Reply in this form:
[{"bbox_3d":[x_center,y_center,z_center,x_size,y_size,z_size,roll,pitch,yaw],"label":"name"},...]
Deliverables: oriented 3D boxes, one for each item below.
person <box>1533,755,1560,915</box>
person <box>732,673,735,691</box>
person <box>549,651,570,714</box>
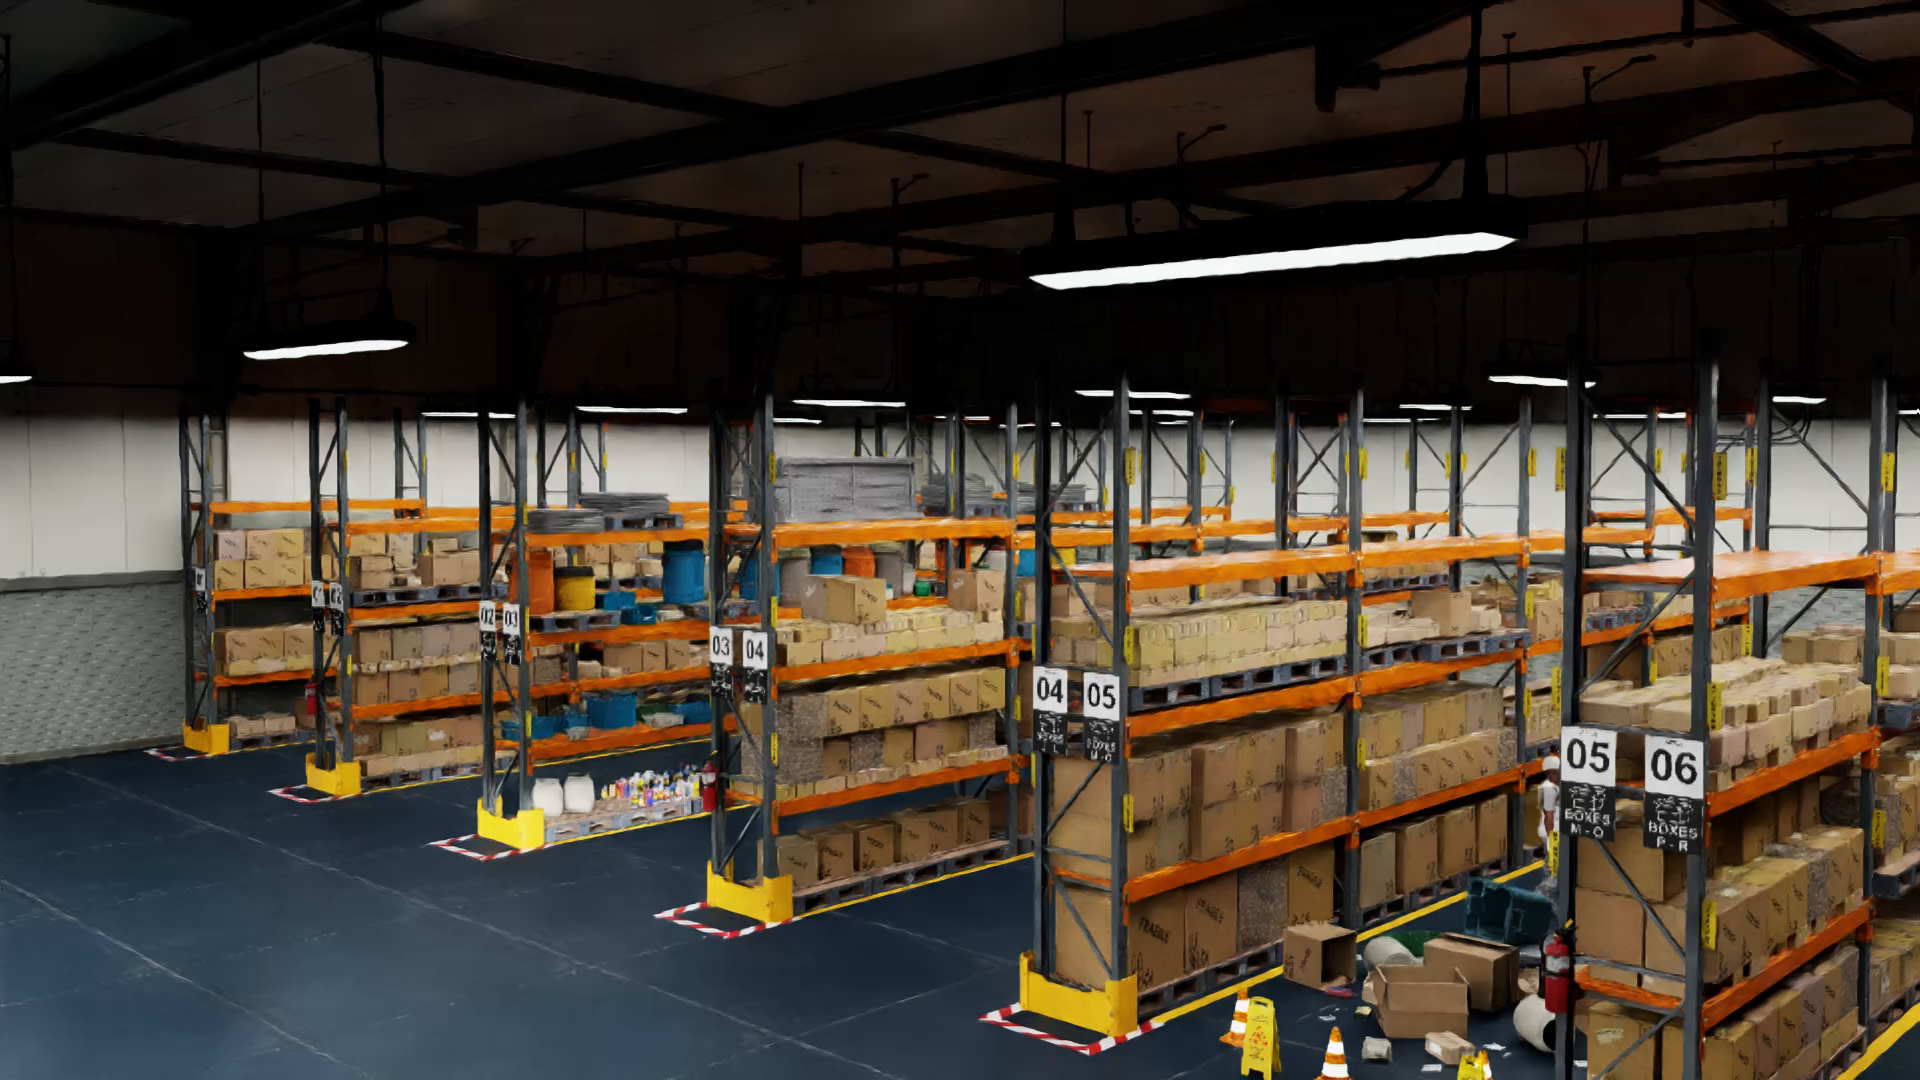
[{"bbox_3d":[6.580,3.295,18.513,0.444,1.781,0.604,1,3,19],"label":"person"},{"bbox_3d":[-4.852,2.490,34.764,0.443,1.661,0.545,1,3,21],"label":"person"},{"bbox_3d":[-7.635,2.650,31.264,0.601,1.698,1.174,3,4,42],"label":"person"}]
